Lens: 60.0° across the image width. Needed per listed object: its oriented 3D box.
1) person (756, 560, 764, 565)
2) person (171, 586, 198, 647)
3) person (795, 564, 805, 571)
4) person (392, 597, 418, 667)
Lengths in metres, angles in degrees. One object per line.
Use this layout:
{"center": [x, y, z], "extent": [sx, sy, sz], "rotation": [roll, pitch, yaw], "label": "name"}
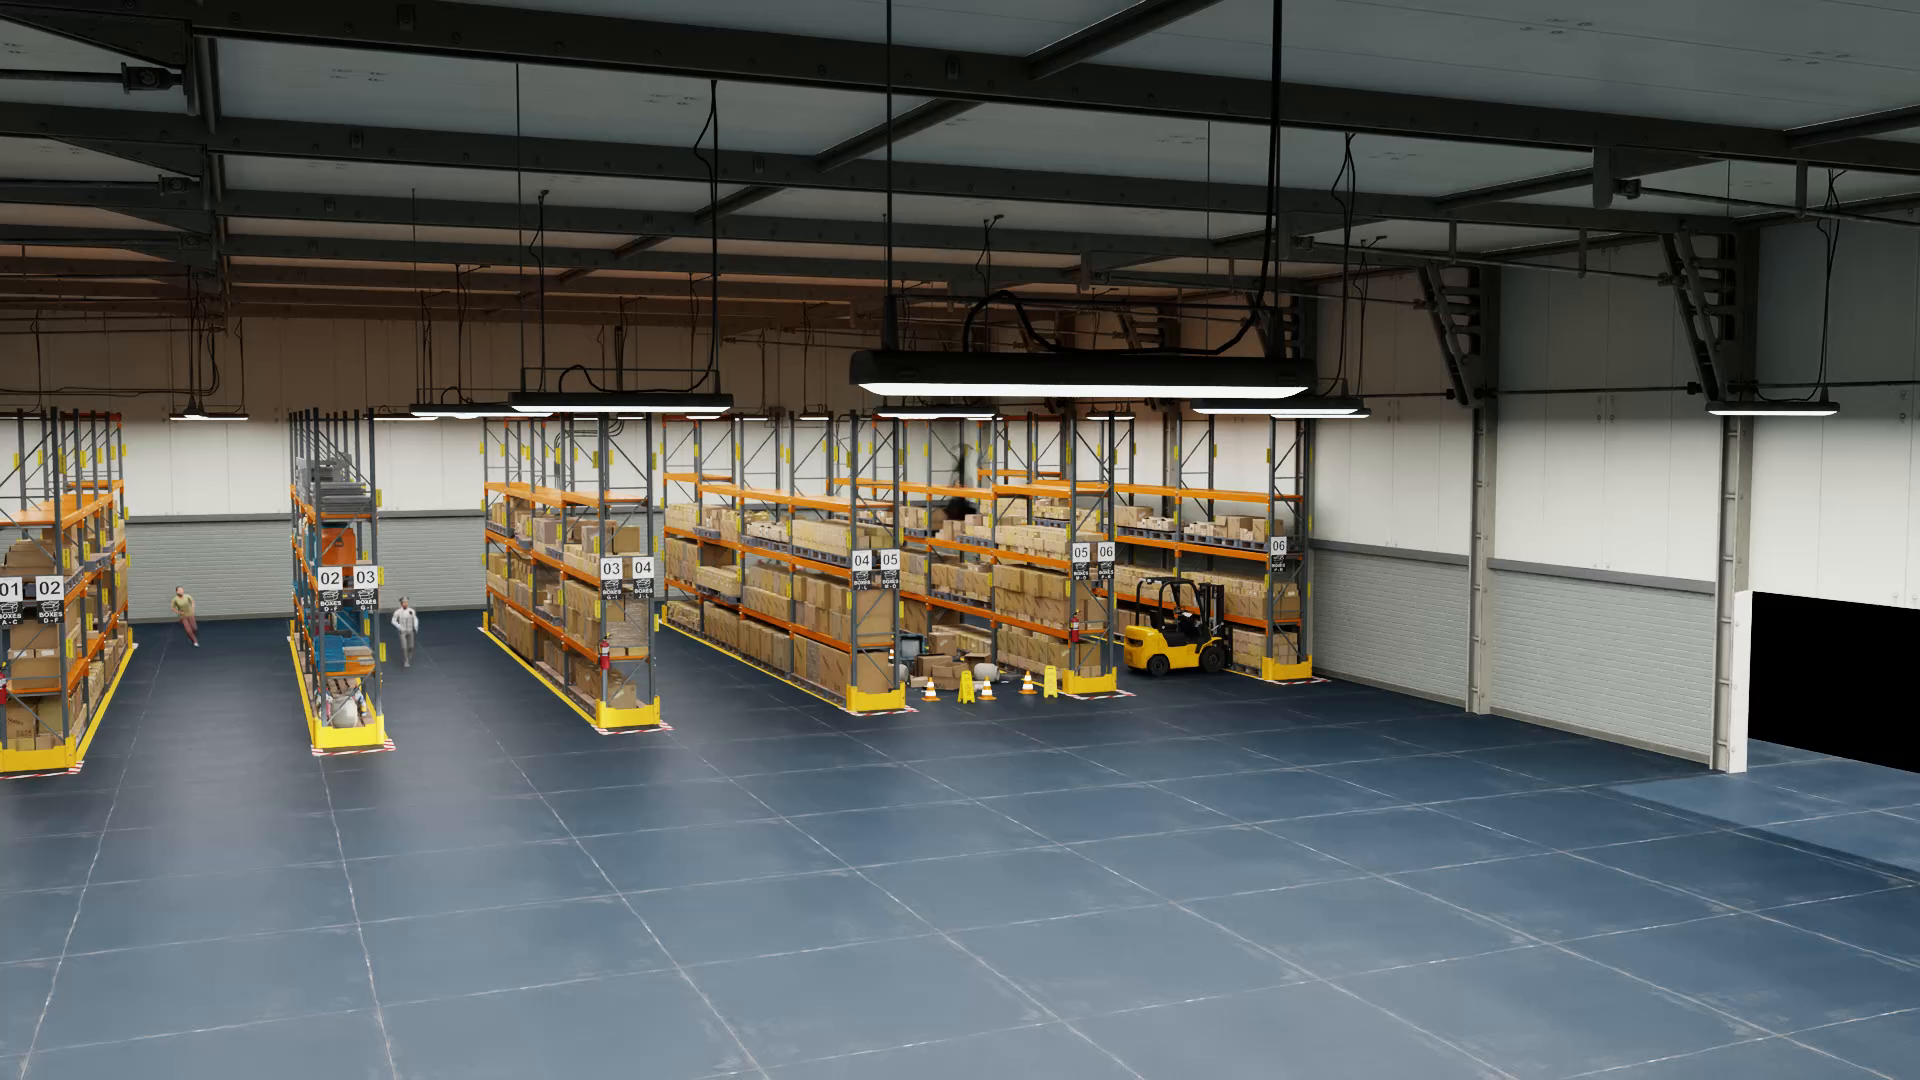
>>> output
{"center": [-6.019, 1.394, 50.100], "extent": [0.878, 1.591, 0.536], "rotation": [-2, 5, -31], "label": "person"}
{"center": [-19.840, 1.952, 42.552], "extent": [0.641, 1.576, 0.554], "rotation": [-3, 5, -36], "label": "person"}
{"center": [-5.095, 1.184, 52.428], "extent": [0.631, 1.842, 0.748], "rotation": [4, 5, 41], "label": "person"}
{"center": [-13.090, 2.158, 39.264], "extent": [0.616, 1.659, 0.531], "rotation": [-2, 5, -29], "label": "person"}
